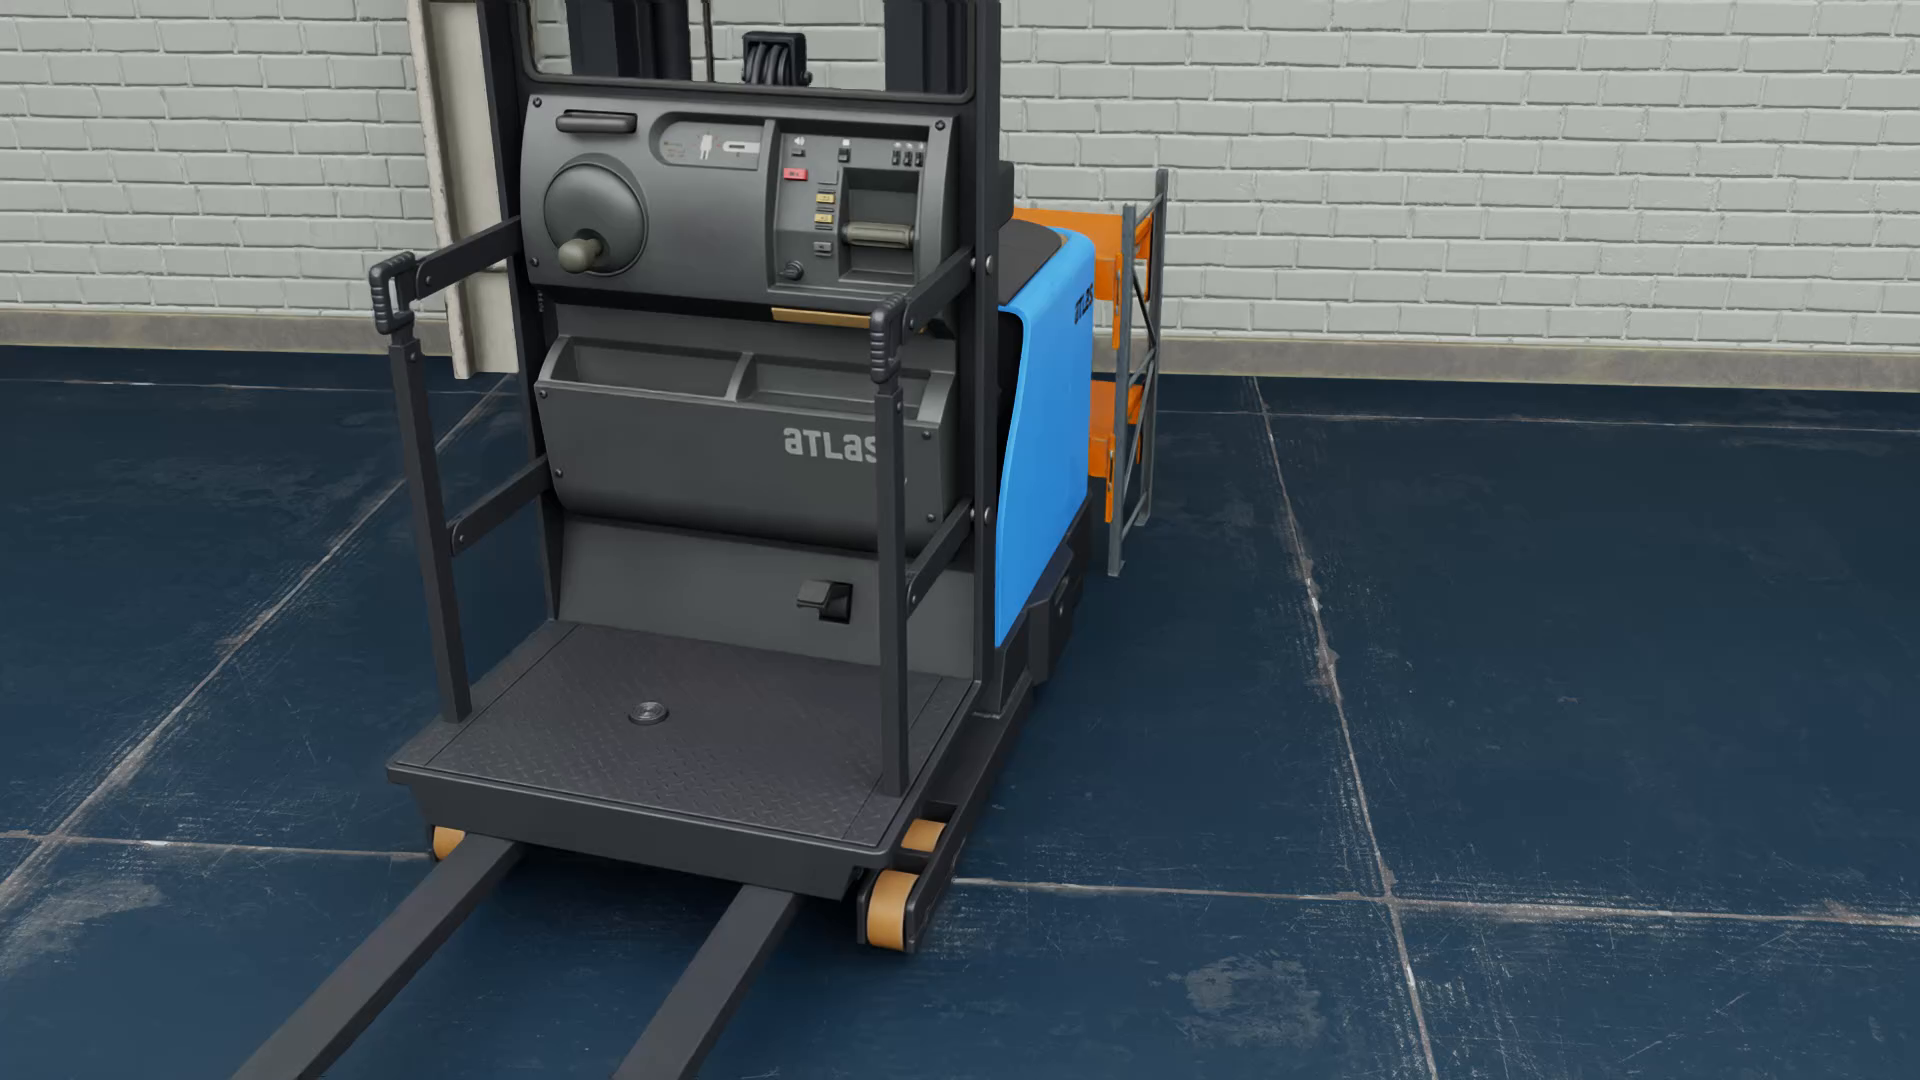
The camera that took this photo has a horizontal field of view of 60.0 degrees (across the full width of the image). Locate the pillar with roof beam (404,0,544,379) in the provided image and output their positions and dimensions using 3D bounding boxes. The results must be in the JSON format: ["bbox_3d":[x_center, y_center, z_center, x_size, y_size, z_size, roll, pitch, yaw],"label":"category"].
[{"bbox_3d":[-2.144,-2.998,1.000,0.400,9.000,9.100,2,25,4],"label":"pillar with roof beam"}]

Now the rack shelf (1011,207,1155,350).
[{"bbox_3d":[0.050,-0.830,5.009,1.000,0.278,0.538,8,26,16],"label":"rack shelf"}]

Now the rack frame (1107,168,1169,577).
[{"bbox_3d":[0.534,-0.500,4.991,0.032,1.125,0.500,8,26,16],"label":"rack frame"}]

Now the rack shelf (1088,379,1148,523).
[{"bbox_3d":[0.050,-0.342,5.233,1.000,0.278,0.538,8,26,16],"label":"rack shelf"}]

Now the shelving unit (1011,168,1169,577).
[{"bbox_3d":[0.050,-0.564,5.131,1.048,1.125,0.538,8,26,16],"label":"shelving unit"}]

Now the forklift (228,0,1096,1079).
[{"bbox_3d":[-0.526,-0.672,3.203,1.130,2.935,3.031,7,26,15],"label":"forklift"}]
